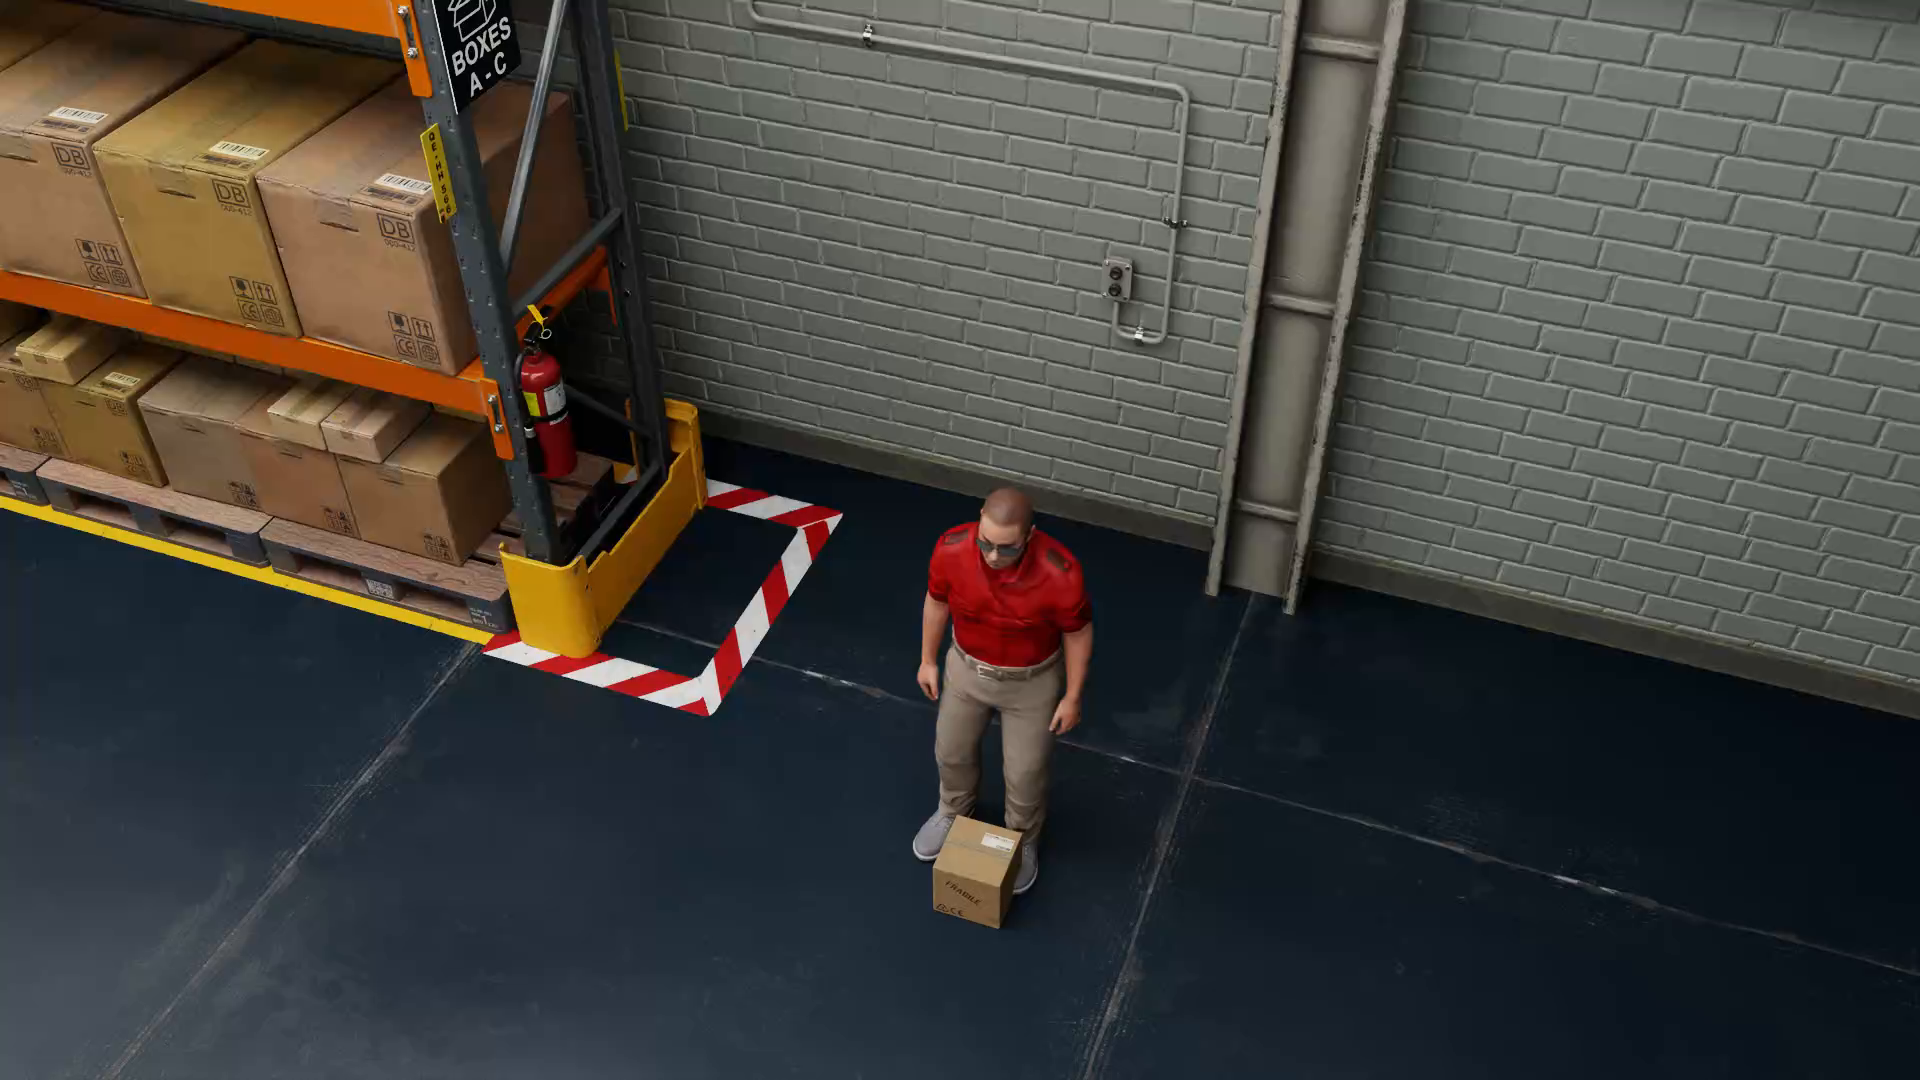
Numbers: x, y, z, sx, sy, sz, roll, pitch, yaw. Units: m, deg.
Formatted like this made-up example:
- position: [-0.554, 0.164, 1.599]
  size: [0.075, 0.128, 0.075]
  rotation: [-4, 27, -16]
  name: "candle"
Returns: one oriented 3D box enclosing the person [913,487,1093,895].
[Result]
- position: [0.138, 0.481, 5.620]
  size: [0.586, 1.727, 0.423]
  rotation: [13, 43, 15]
  name: "person"
